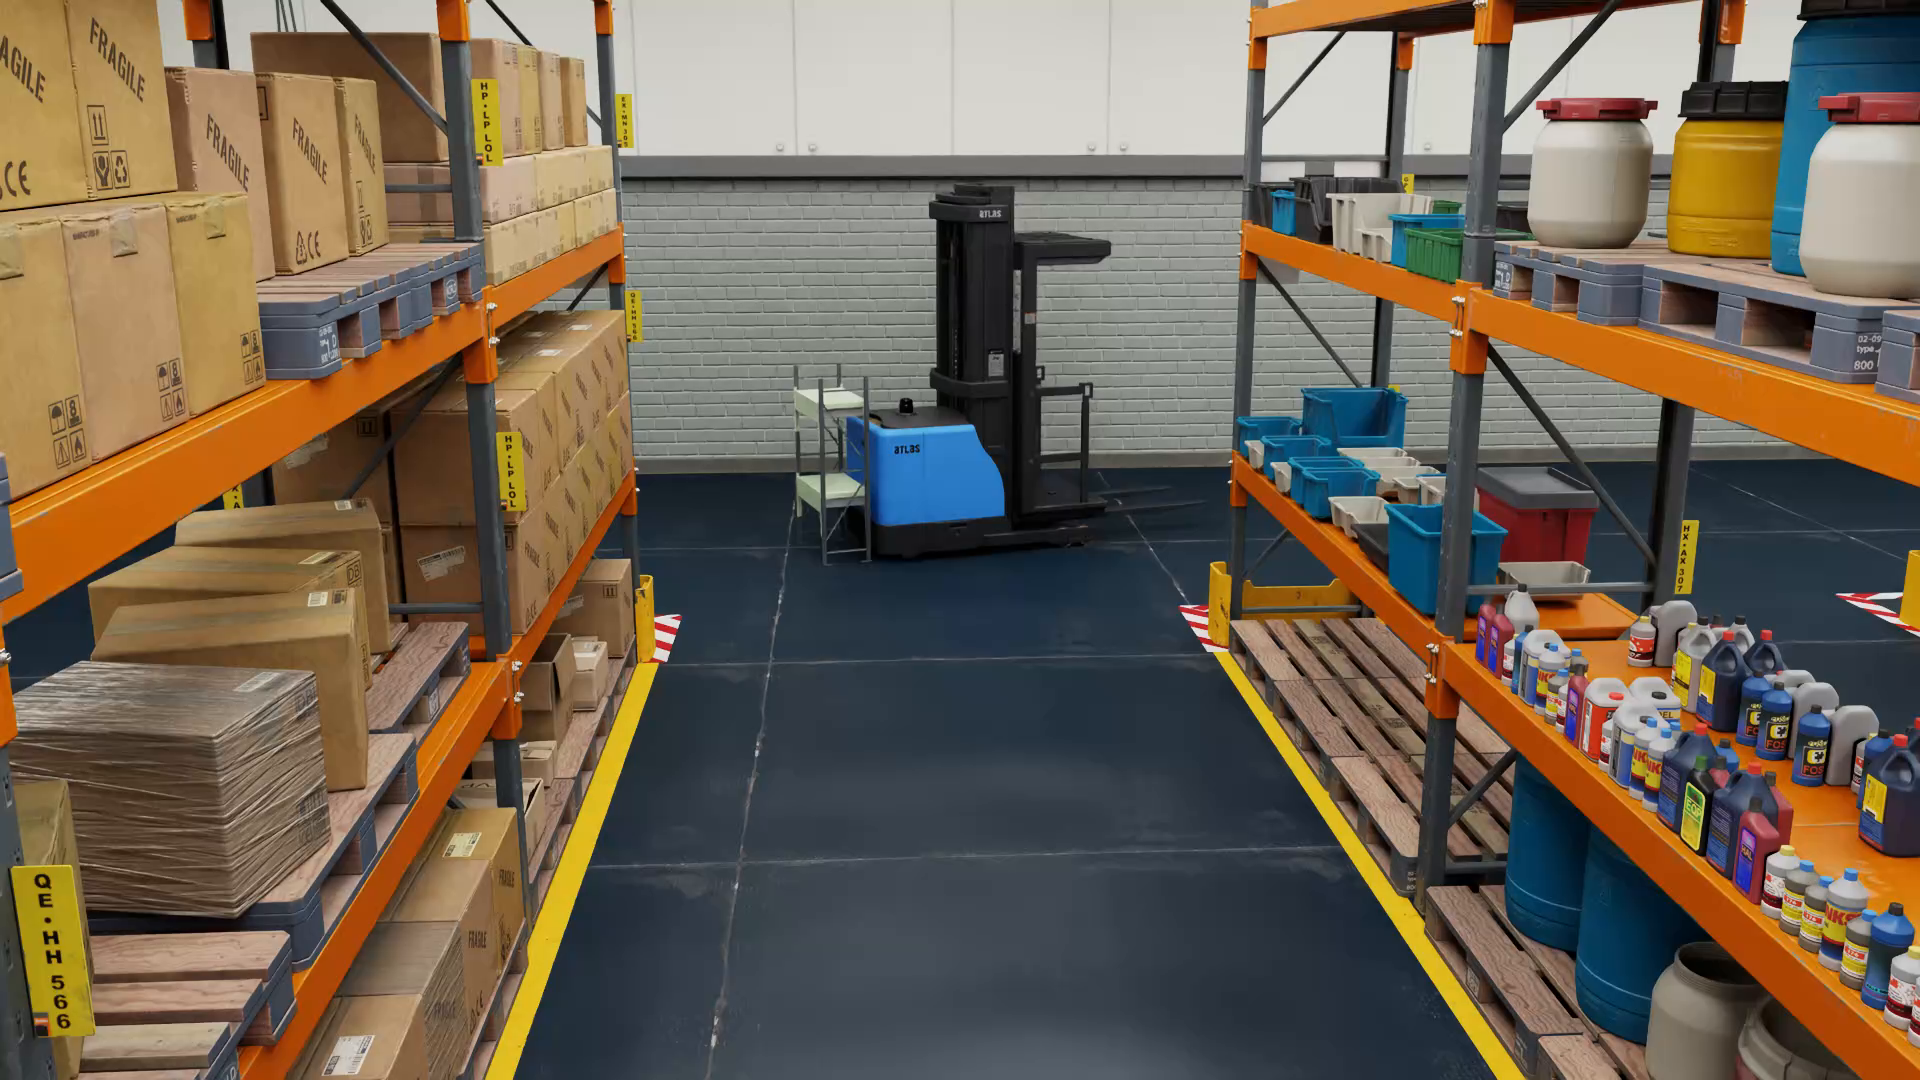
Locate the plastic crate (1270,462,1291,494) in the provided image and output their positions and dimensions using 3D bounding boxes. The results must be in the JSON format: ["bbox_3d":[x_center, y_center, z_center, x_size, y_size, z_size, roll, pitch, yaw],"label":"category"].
[{"bbox_3d":[1.984,-0.363,9.825,0.250,0.136,0.298,-1,14,-3],"label":"plastic crate"}]

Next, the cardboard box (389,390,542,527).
[{"bbox_3d":[-2.127,-0.361,7.204,0.500,0.500,0.500,-1,14,-2],"label":"cardboard box"}]

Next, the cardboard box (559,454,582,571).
[{"bbox_3d":[-2.202,-0.138,8.343,0.500,0.500,0.500,-1,14,-4],"label":"cardboard box"}]

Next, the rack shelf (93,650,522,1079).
[{"bbox_3d":[-2.254,1.139,5.025,1.077,0.370,4.000,-1,14,-3],"label":"rack shelf"}]

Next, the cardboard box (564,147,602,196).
[{"bbox_3d":[-2.308,-2.076,9.353,0.500,0.250,0.500,-1,14,-3],"label":"cardboard box"}]

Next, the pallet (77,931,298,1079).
[{"bbox_3d":[-2.243,1.213,3.677,1.213,0.211,1.003,-1,14,-3],"label":"pallet"}]

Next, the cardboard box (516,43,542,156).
[{"bbox_3d":[-2.373,-2.064,7.800,0.700,0.500,0.500,-1,14,-3],"label":"cardboard box"}]

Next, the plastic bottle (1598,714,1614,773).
[{"bbox_3d":[2.251,0.694,5.708,0.097,0.201,0.097,0,14,0],"label":"plastic bottle"}]

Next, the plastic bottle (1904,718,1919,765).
[{"bbox_3d":[3.018,0.739,5.235,0.144,0.351,0.185,-1,14,-3],"label":"plastic bottle"}]

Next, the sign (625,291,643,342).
[{"bbox_3d":[-2.071,-1.419,10.565,0.100,0.325,0.005,-1,14,-3],"label":"sign"}]

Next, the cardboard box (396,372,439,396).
[{"bbox_3d":[-2.702,-0.489,7.700,0.500,0.500,0.500,-1,14,-5],"label":"cardboard box"}]

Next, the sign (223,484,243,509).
[{"bbox_3d":[-2.919,-0.116,6.721,0.100,0.325,0.005,-1,14,-3],"label":"sign"}]

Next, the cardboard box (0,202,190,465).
[{"bbox_3d":[-2.223,-0.448,3.528,0.910,0.500,0.500,-1,14,-3],"label":"cardboard box"}]

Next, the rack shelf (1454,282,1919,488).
[{"bbox_3d":[2.690,-0.390,4.945,1.077,0.370,4.000,-1,14,-3],"label":"rack shelf"}]

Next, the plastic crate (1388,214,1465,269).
[{"bbox_3d":[2.191,-1.376,7.670,0.416,0.233,0.300,-1,14,-3],"label":"plastic crate"}]

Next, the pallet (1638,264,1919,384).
[{"bbox_3d":[2.785,-0.668,4.964,1.003,0.211,1.213,-1,14,-3],"label":"pallet"}]

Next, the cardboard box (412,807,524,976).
[{"bbox_3d":[-2.062,1.409,6.665,0.500,0.500,0.500,-1,14,-4],"label":"cardboard box"}]

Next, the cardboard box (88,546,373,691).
[{"bbox_3d":[-2.466,0.332,5.671,0.700,0.500,0.500,1,14,5],"label":"cardboard box"}]

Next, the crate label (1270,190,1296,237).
[{"bbox_3d":[2.053,-1.924,9.762,0.408,0.251,0.502,-1,14,-3],"label":"crate label"}]

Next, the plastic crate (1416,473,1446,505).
[{"bbox_3d":[2.701,-0.219,9.072,0.416,0.233,0.300,-1,14,-3],"label":"plastic crate"}]

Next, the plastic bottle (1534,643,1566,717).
[{"bbox_3d":[2.217,0.521,6.240,0.097,0.271,0.097,0,14,0],"label":"plastic bottle"}]

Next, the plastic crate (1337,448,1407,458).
[{"bbox_3d":[2.549,-0.479,10.276,0.396,0.136,0.243,-1,14,-3],"label":"plastic crate"}]

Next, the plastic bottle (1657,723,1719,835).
[{"bbox_3d":[2.304,0.738,5.236,0.144,0.351,0.185,-1,14,-3],"label":"plastic bottle"}]

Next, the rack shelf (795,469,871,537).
[{"bbox_3d":[-1.035,-0.308,13.521,0.431,0.370,0.720,-5,15,-20],"label":"rack shelf"}]

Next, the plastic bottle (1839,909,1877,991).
[{"bbox_3d":[2.341,1.055,4.304,0.097,0.201,0.097,0,14,0],"label":"plastic bottle"}]

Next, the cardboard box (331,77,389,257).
[{"bbox_3d":[-2.421,-1.334,5.926,0.600,0.600,0.600,-2,15,-9],"label":"cardboard box"}]

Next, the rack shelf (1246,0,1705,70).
[{"bbox_3d":[2.442,-2.643,8.487,1.077,0.370,4.000,-1,14,-3],"label":"rack shelf"}]

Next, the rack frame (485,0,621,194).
[{"bbox_3d":[-2.626,-3.607,9.987,1.000,3.000,0.127,-1,14,-3],"label":"rack frame"}]

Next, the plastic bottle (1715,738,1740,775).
[{"bbox_3d":[2.422,0.764,5.295,0.097,0.271,0.097,0,14,0],"label":"plastic bottle"}]

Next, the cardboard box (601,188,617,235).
[{"bbox_3d":[-2.331,-1.958,9.899,0.500,0.250,0.500,-1,14,-3],"label":"cardboard box"}]

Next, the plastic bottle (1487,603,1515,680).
[{"bbox_3d":[2.171,0.405,6.668,0.061,0.283,0.133,-1,14,-3],"label":"plastic bottle"}]

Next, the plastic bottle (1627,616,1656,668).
[{"bbox_3d":[2.789,0.413,6.800,0.097,0.201,0.097,0,14,0],"label":"plastic bottle"}]

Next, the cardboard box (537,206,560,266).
[{"bbox_3d":[-2.218,-1.461,7.965,0.500,0.250,0.500,-1,14,-3],"label":"cardboard box"}]

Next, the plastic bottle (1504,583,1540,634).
[{"bbox_3d":[2.267,0.344,6.769,0.144,0.351,0.185,-1,14,-3],"label":"plastic bottle"}]

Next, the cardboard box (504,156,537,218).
[{"bbox_3d":[-2.193,-1.578,7.419,0.500,0.250,0.500,-1,14,-3],"label":"cardboard box"}]

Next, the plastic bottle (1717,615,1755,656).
[{"bbox_3d":[2.949,0.465,6.299,0.144,0.351,0.185,-1,14,-3],"label":"plastic bottle"}]

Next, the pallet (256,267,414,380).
[{"bbox_3d":[-2.341,-0.648,4.881,1.213,0.211,1.003,-1,14,-3],"label":"pallet"}]

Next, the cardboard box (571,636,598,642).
[{"bbox_3d":[-2.411,0.691,10.125,0.380,0.166,0.250,-1,14,-3],"label":"cardboard box"}]

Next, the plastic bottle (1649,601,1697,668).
[{"bbox_3d":[2.913,0.370,6.816,0.152,0.276,0.135,-1,14,-3],"label":"plastic bottle"}]

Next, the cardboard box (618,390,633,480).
[{"bbox_3d":[-2.327,-0.643,10.306,0.500,0.500,0.500,0,14,-2],"label":"cardboard box"}]

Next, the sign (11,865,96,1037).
[{"bbox_3d":[-1.577,0.718,2.894,0.100,0.325,0.005,-1,14,-3],"label":"sign"}]

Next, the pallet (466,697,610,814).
[{"bbox_3d":[-2.499,1.168,9.062,1.003,0.211,1.213,-1,14,-3],"label":"pallet"}]

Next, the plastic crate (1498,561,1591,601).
[{"bbox_3d":[2.680,0.198,7.646,0.396,0.136,0.243,-1,14,-3],"label":"plastic crate"}]

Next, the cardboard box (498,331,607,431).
[{"bbox_3d":[-2.255,-0.874,9.195,0.500,0.500,0.500,0,14,-2],"label":"cardboard box"}]

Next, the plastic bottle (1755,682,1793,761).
[{"bbox_3d":[2.852,0.629,5.820,0.097,0.271,0.097,0,14,0],"label":"plastic bottle"}]

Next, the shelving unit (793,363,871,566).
[{"bbox_3d":[-1.035,-0.624,13.440,0.431,1.500,0.755,-5,15,-20],"label":"shelving unit"}]

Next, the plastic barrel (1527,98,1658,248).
[{"bbox_3d":[2.348,-1.370,6.195,0.433,0.535,0.433,0,14,0],"label":"plastic barrel"}]

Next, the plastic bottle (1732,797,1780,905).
[{"bbox_3d":[2.292,0.890,4.780,0.061,0.283,0.133,-1,14,-3],"label":"plastic bottle"}]

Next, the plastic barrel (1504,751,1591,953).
[{"bbox_3d":[2.582,1.166,6.844,0.600,0.901,0.708,-1,14,-3],"label":"plastic barrel"}]

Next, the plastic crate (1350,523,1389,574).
[{"bbox_3d":[2.228,0.047,8.255,0.437,0.125,0.590,-1,14,-3],"label":"plastic crate"}]

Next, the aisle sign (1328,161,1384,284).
[{"bbox_3d":[2.606,-2.059,10.792,0.394,0.787,0.004,-1,14,-3],"label":"aisle sign"}]

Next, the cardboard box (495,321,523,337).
[{"bbox_3d":[-2.822,-0.990,9.648,0.500,0.500,0.500,-1,14,-3],"label":"cardboard box"}]

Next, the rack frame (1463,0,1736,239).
[{"bbox_3d":[2.566,-2.688,6.414,1.000,3.000,0.127,-1,14,-3],"label":"rack frame"}]

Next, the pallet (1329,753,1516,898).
[{"bbox_3d":[2.481,1.385,8.218,1.003,0.211,1.213,-1,14,-3],"label":"pallet"}]

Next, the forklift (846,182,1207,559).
[{"bbox_3d":[0.606,-1.476,13.882,3.031,2.935,1.130,-5,15,-20],"label":"forklift"}]
